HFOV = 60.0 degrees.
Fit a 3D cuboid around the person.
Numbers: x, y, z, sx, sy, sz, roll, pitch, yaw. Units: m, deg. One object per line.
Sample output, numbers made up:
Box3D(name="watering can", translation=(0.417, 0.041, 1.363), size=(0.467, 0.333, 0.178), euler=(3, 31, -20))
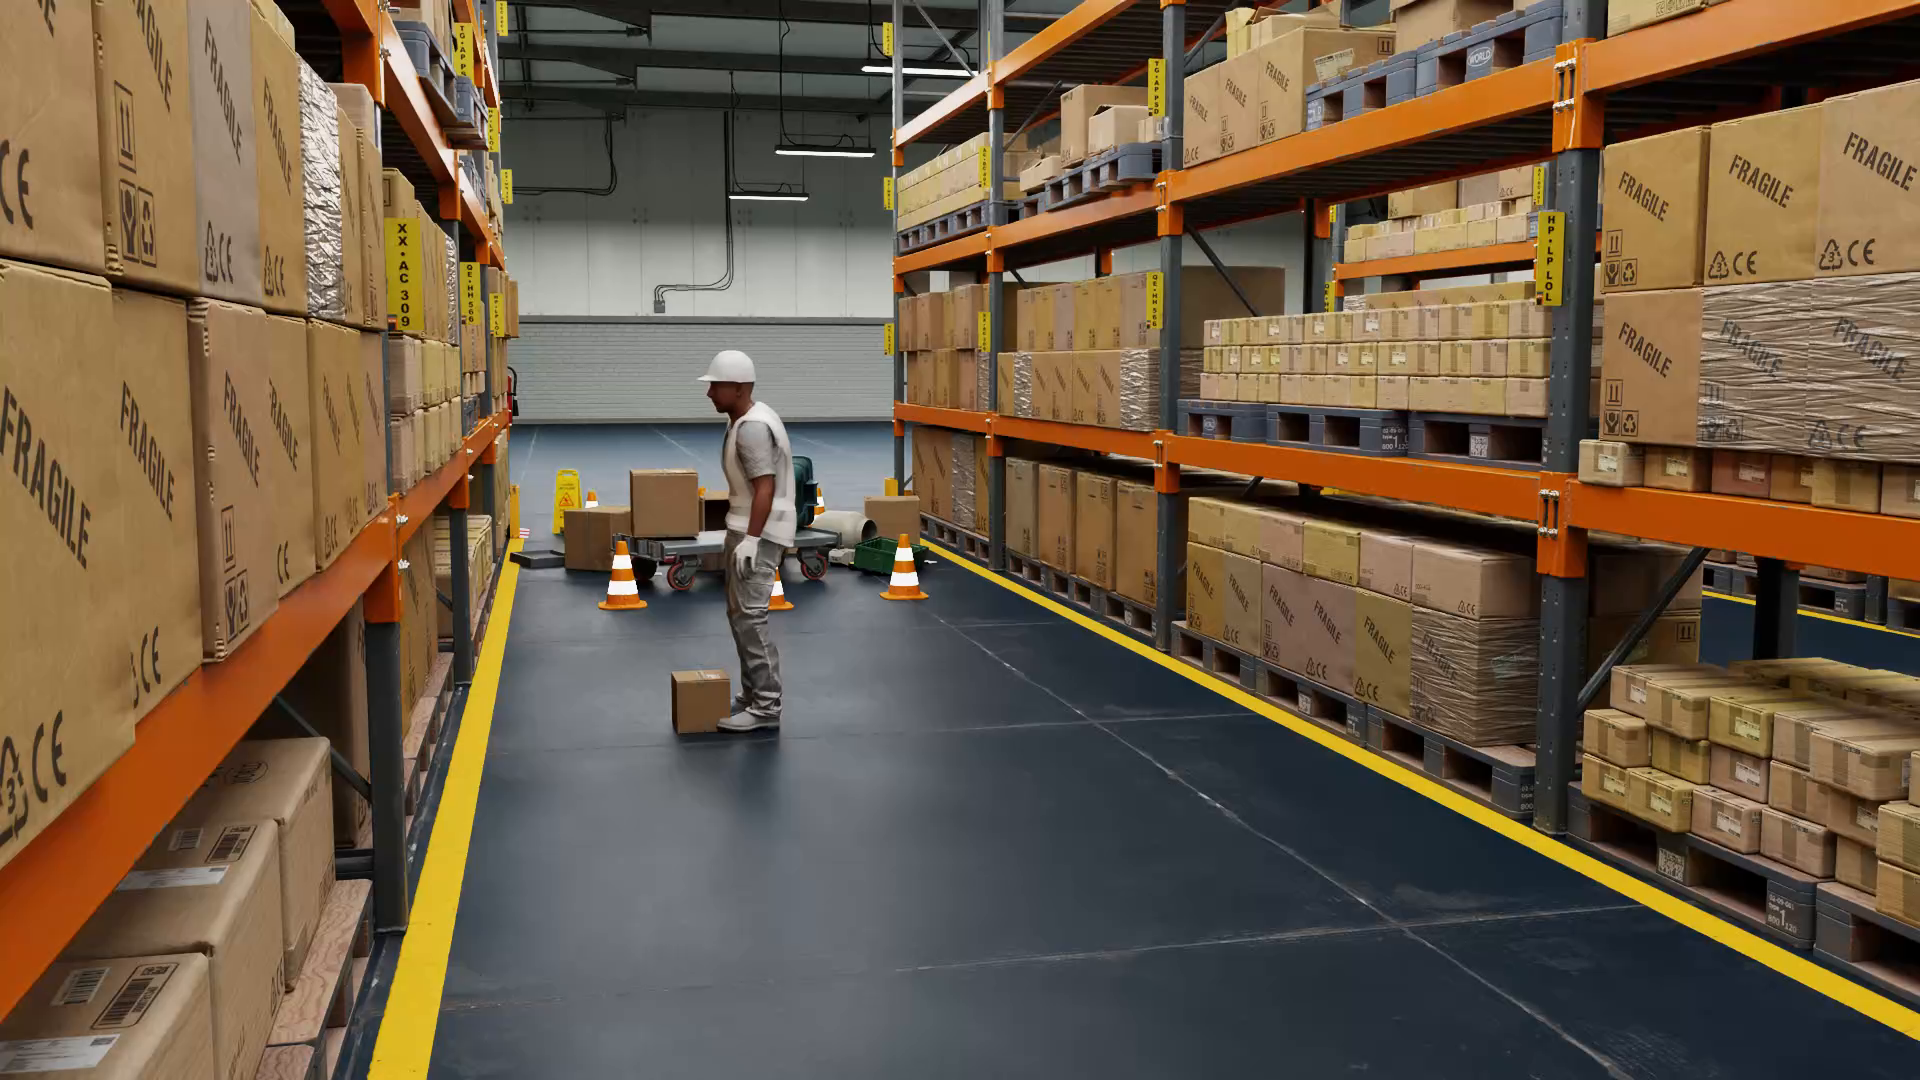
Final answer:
Box3D(name="person", translation=(-1.006, -0.002, 7.863), size=(0.447, 1.774, 0.618), euler=(-1, 6, -13))
